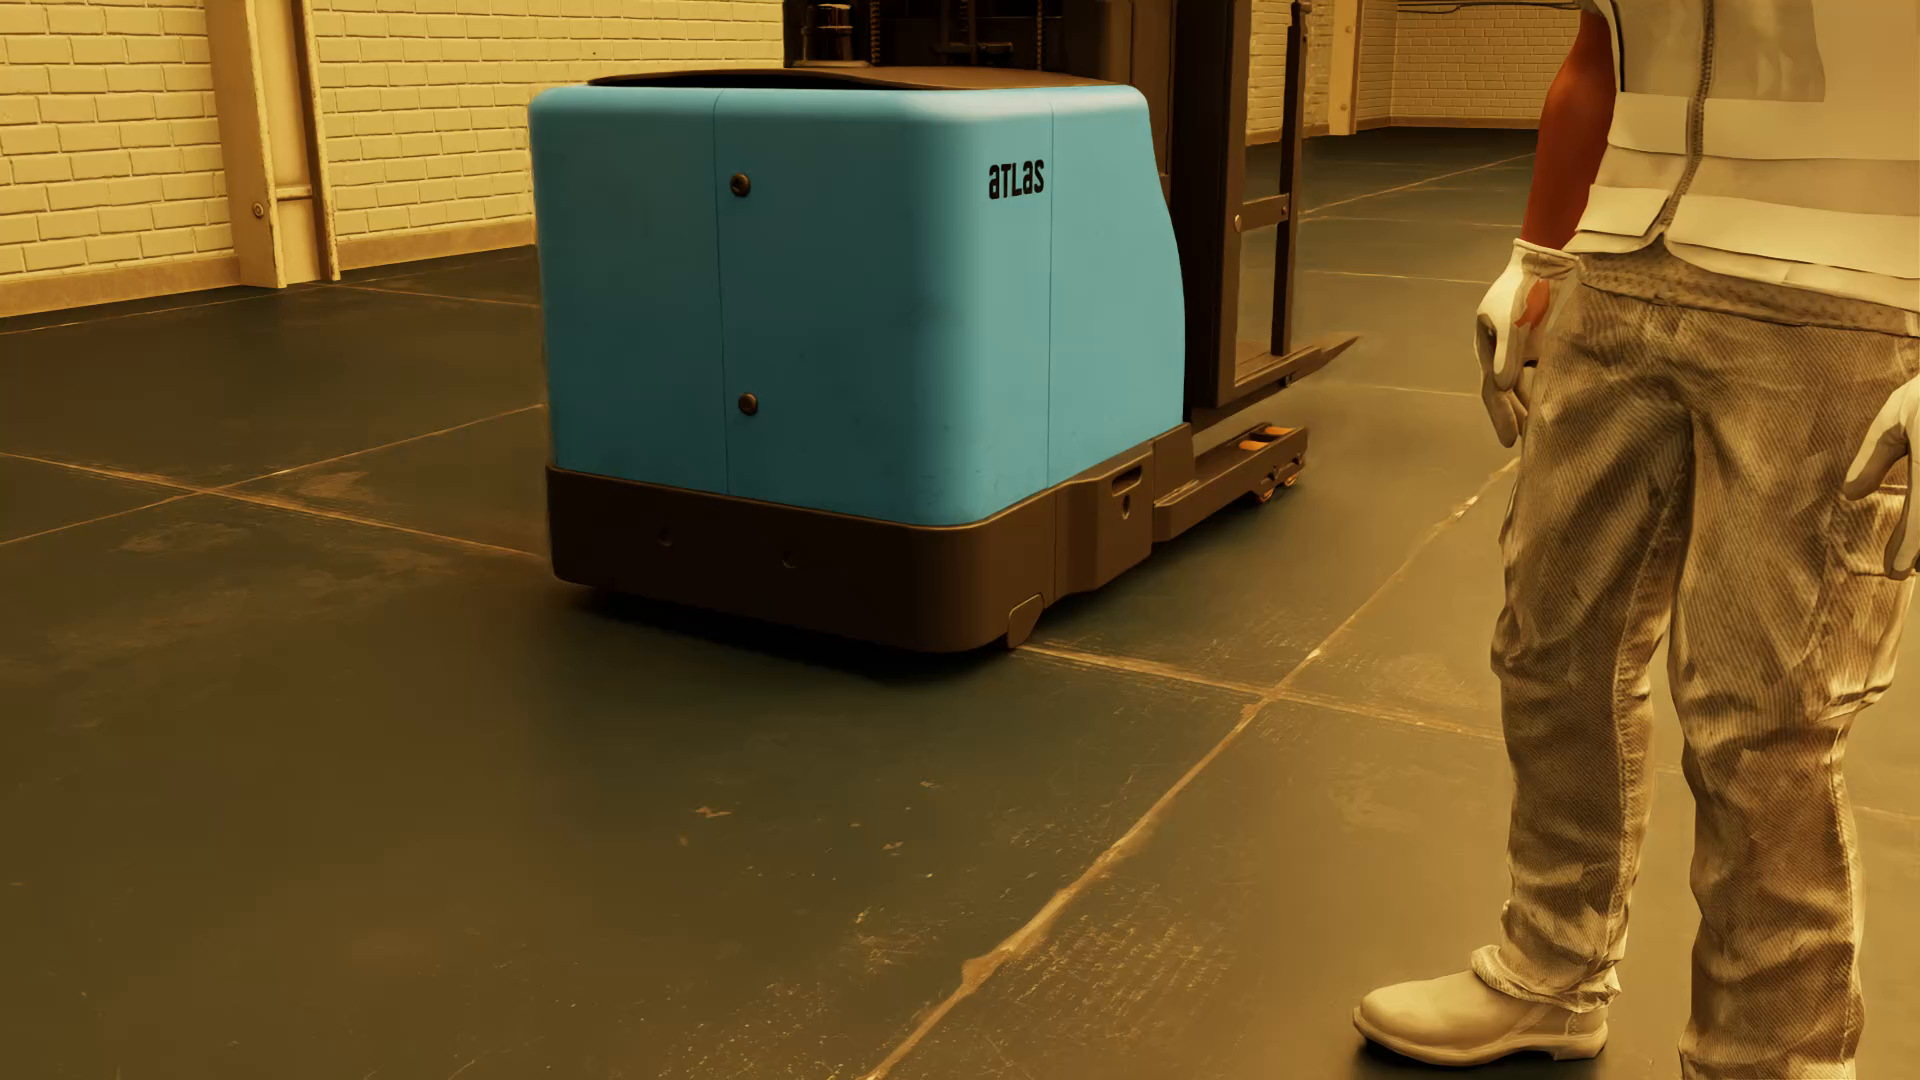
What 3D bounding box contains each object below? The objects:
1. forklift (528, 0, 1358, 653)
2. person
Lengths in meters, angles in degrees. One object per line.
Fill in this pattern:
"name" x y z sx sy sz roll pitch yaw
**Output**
"forklift" 0.297 -1.561 4.151 1.130 2.935 3.031 9 19 28
"person" 0.729 -0.198 1.582 0.453 1.772 0.617 -6 18 -20
